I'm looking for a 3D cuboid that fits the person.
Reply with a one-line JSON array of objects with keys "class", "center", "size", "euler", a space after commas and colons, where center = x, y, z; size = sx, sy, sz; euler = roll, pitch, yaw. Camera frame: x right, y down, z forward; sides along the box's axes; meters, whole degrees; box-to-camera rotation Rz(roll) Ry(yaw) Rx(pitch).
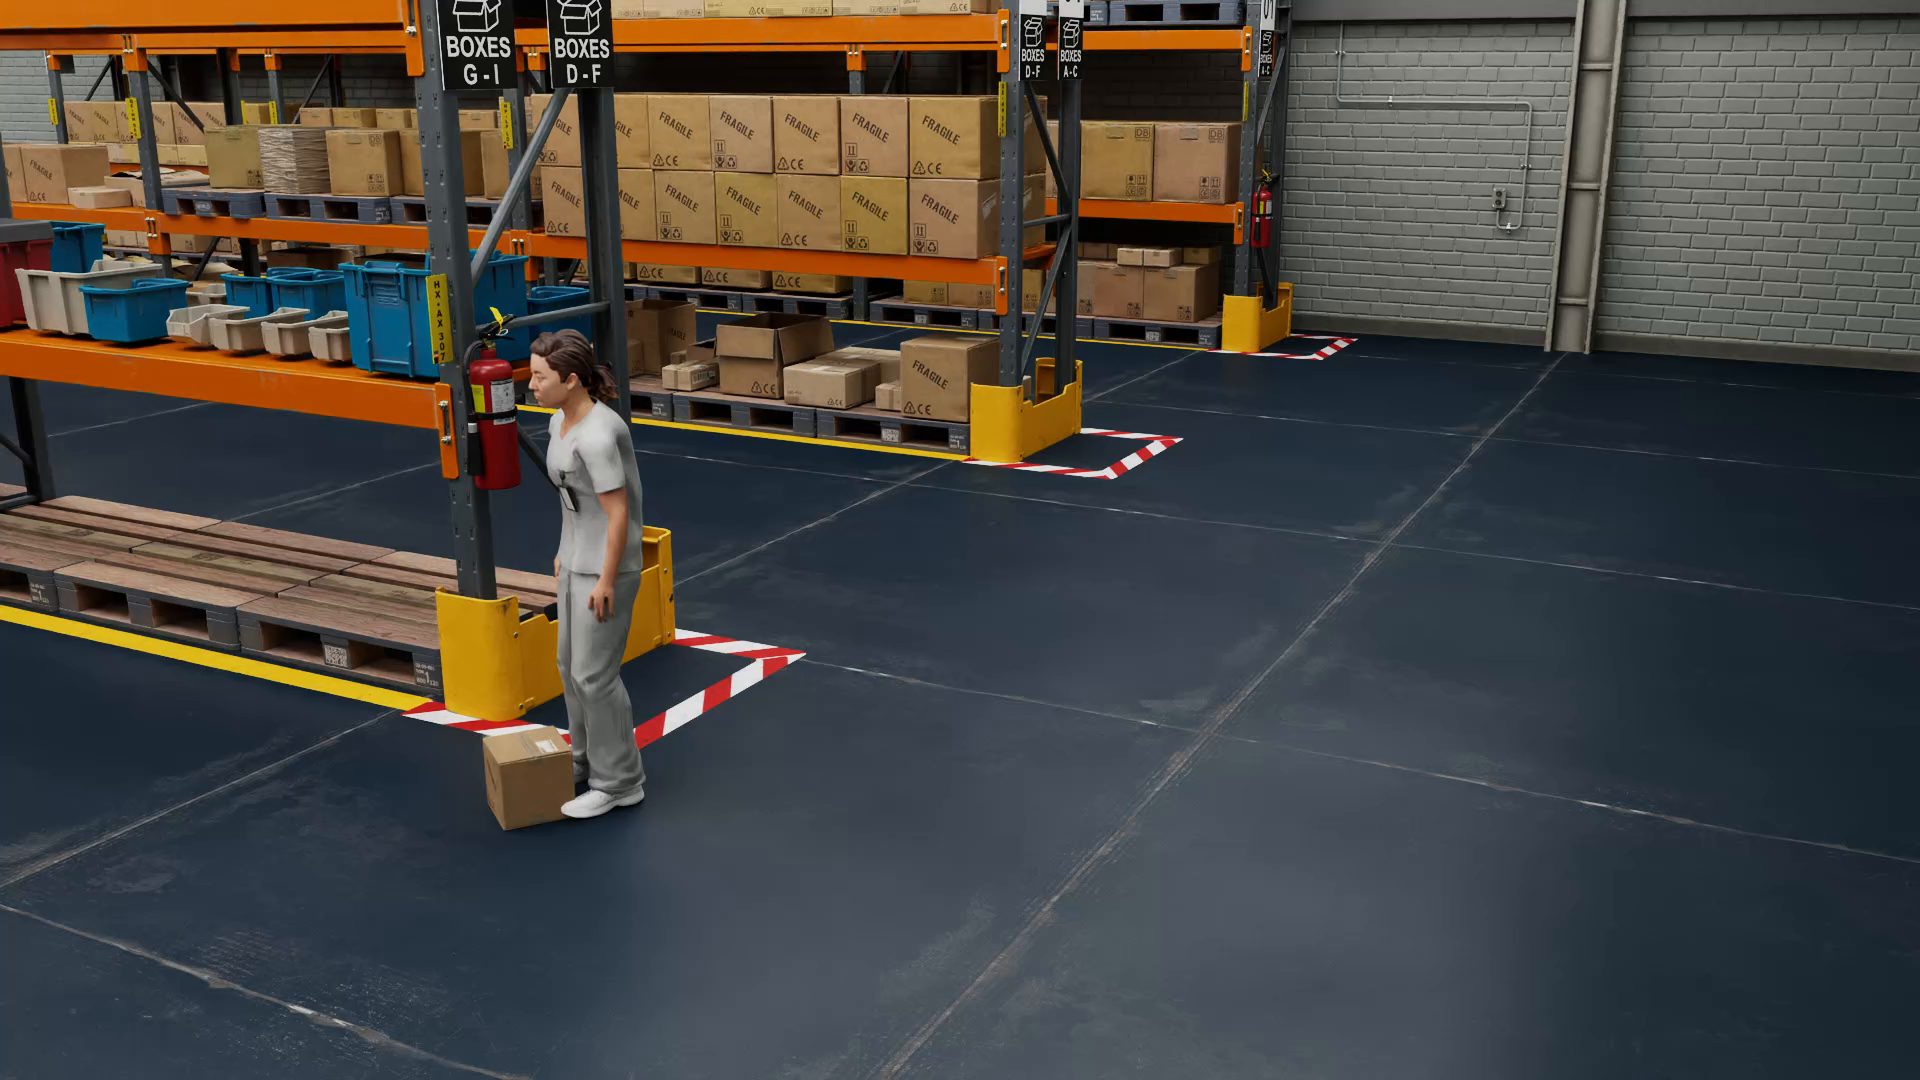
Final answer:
[{"class": "person", "center": [-1.269, 0.104, 5.667], "size": [0.365, 1.671, 0.504], "euler": [-9, 18, -28]}]
